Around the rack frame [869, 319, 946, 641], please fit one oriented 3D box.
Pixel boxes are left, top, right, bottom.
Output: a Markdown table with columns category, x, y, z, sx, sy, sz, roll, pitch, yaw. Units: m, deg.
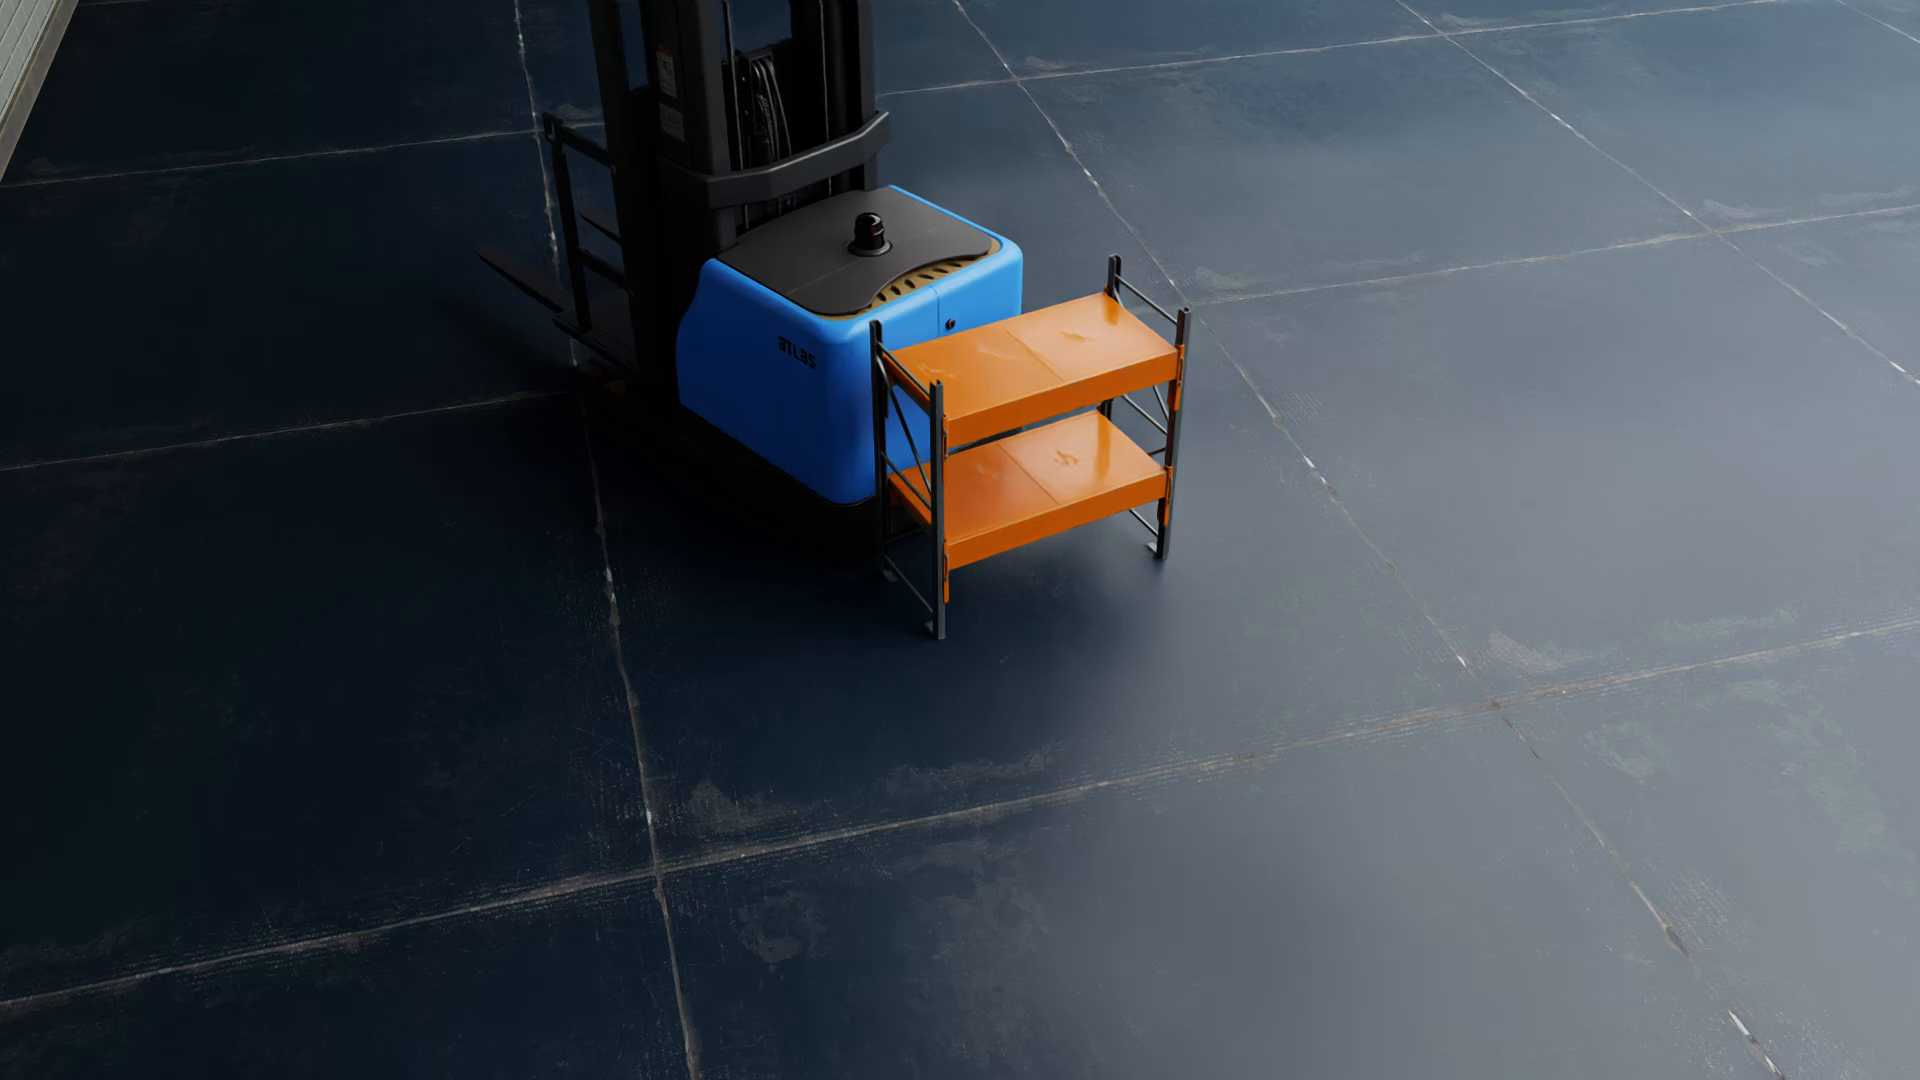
| category | x | y | z | sx | sy | sz | roll | pitch | yaw |
| --- | --- | --- | --- | --- | --- | --- | --- | --- | --- |
| rack frame | -0.189 | -0.205 | 6.092 | 0.032 | 1.125 | 0.500 | -19 | 41 | -23 |

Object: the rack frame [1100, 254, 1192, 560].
| category | x | y | z | sx | sy | sz | roll | pitch | yaw |
| --- | --- | --- | --- | --- | --- | --- | --- | --- | --- |
| rack frame | 0.700 | -0.504 | 6.483 | 0.032 | 1.125 | 0.500 | -19 | 41 | -23 |

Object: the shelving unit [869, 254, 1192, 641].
| category | x | y | z | sx | sy | sz | roll | pitch | yaw |
| --- | --- | --- | --- | --- | --- | --- | --- | --- | --- |
| shelving unit | 0.255 | -0.354 | 6.287 | 1.048 | 1.125 | 0.538 | -19 | 41 | -23 |

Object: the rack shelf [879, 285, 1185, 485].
| category | x | y | z | sx | sy | sz | roll | pitch | yaw |
| --- | --- | --- | --- | --- | --- | --- | --- | --- | --- |
| rack shelf | 0.255 | -0.587 | 6.109 | 1.000 | 0.278 | 0.538 | -19 | 41 | -23 |

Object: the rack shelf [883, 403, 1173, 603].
| category | x | y | z | sx | sy | sz | roll | pitch | yaw |
| --- | --- | --- | --- | --- | --- | --- | --- | --- | --- |
| rack shelf | 0.255 | -0.160 | 6.436 | 1.000 | 0.278 | 0.538 | -19 | 41 | -23 |

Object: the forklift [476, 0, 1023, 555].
| category | x | y | z | sx | sy | sz | roll | pitch | yaw |
| --- | --- | --- | --- | --- | --- | --- | --- | --- | --- |
| forklift | -1.120 | -1.905 | 6.828 | 1.130 | 2.935 | 3.031 | -30 | 47 | -33 |
